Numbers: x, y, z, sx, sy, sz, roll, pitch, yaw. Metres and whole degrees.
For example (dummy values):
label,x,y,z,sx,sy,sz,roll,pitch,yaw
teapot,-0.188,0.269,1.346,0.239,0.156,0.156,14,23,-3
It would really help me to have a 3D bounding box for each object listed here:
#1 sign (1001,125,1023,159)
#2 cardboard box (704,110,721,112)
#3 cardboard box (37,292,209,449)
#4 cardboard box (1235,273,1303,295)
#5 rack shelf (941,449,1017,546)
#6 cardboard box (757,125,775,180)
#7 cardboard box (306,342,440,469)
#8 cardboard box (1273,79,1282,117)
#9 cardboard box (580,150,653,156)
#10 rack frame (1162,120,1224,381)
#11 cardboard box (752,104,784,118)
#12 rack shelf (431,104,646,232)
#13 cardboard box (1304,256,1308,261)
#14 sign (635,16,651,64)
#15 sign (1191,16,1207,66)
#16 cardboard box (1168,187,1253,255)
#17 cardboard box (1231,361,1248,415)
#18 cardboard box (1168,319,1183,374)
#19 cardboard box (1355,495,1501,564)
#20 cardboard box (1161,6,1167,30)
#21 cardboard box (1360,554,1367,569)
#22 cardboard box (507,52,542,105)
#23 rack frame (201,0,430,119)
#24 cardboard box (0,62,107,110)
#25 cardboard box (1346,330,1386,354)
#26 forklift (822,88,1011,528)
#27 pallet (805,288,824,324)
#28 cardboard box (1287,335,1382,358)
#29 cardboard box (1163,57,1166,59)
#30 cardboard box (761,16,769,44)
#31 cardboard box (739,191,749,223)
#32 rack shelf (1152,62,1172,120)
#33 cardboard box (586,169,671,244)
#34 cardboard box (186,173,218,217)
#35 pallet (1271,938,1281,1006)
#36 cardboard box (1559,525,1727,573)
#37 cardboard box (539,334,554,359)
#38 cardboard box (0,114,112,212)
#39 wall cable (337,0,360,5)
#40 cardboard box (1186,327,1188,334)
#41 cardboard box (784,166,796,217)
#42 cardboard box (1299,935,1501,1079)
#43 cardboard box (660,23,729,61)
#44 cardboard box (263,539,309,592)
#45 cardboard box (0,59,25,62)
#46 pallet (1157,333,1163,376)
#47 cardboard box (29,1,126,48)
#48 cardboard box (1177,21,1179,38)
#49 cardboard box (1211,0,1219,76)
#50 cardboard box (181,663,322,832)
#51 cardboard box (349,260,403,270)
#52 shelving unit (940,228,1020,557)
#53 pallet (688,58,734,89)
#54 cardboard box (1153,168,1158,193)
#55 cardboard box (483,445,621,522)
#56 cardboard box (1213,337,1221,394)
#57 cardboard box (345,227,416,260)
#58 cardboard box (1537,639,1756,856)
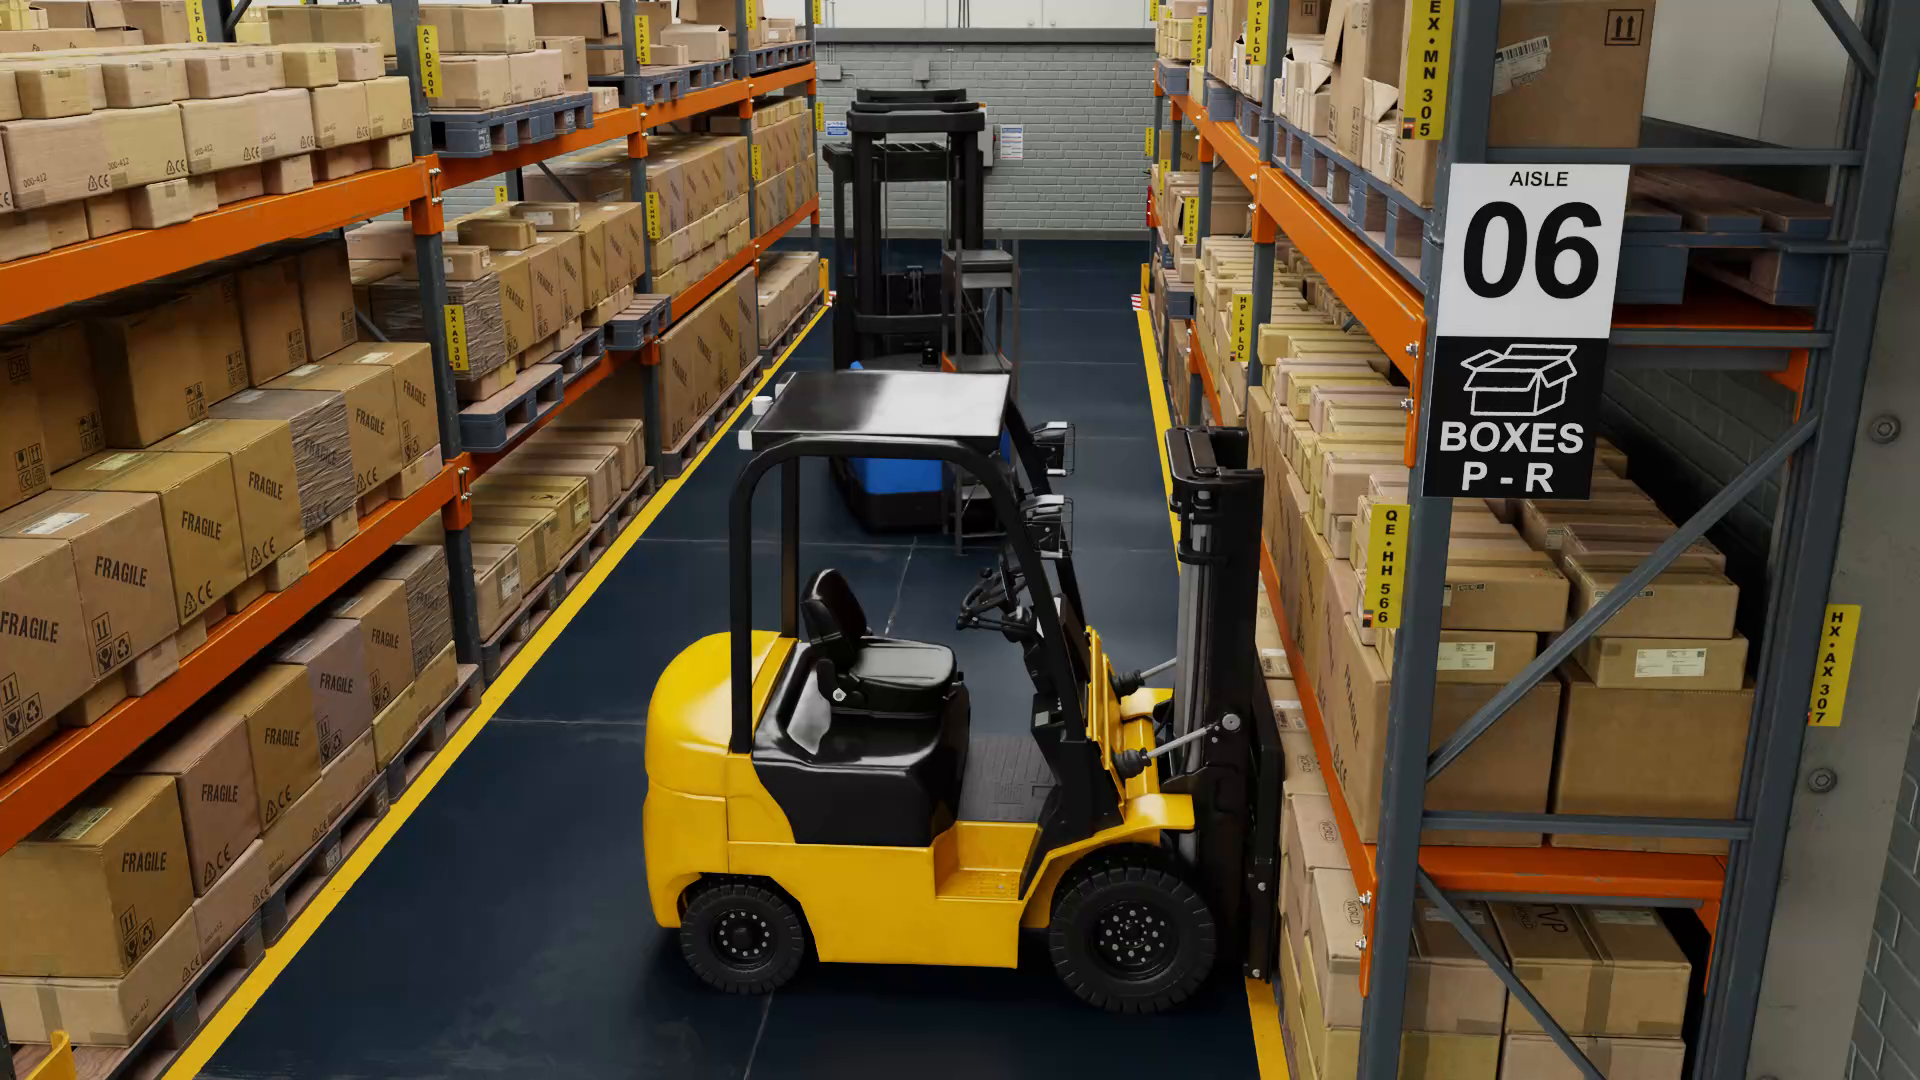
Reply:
label,x,y,z,sx,sy,sz,roll,pitch,yaw
sign,0.778,-6.000,25.068,0.329,0.494,0.001,1,18,4
cardboard box,-2.622,-4.259,16.795,0.380,0.149,0.250,1,18,3
cardboard box,-3.372,-0.660,6.375,0.700,0.500,0.500,1,18,4
cardboard box,1.861,-1.517,10.033,0.380,0.149,0.250,1,18,4
rack shelf,0.126,-0.293,11.236,0.431,0.518,0.480,-3,18,-10
cardboard box,-2.164,-3.911,16.776,0.500,0.500,0.500,1,18,3
cardboard box,-2.839,-0.650,7.952,0.500,0.500,0.500,1,18,3
cardboard box,1.560,-1.916,7.204,0.380,0.149,0.250,2,18,5
cardboard box,-2.878,-3.007,14.016,0.500,0.500,0.500,1,18,3
rack frame,2.469,-2.980,15.700,1.000,3.000,0.127,1,18,4
cardboard box,-2.096,-4.568,17.739,0.380,0.149,0.250,2,18,6
rack shelf,-2.912,-2.310,9.992,1.077,0.370,4.000,1,18,4
cardboard box,2.426,-1.747,10.735,0.380,0.149,0.250,1,18,3
sign,-2.228,-3.506,11.657,0.100,0.325,0.005,1,18,4
sign,1.641,-3.421,11.400,0.100,0.325,0.005,1,18,4
cardboard box,2.118,-2.677,13.941,0.700,0.500,0.500,1,18,4
cardboard box,1.676,-0.820,8.545,0.500,0.250,0.500,1,18,3
cardboard box,2.210,-1.846,15.581,0.500,0.500,0.500,2,18,6
cardboard box,1.403,-0.025,5.002,0.380,0.149,0.250,2,18,5
cardboard box,2.396,-5.509,17.562,0.500,0.250,0.500,1,18,3
cardboard box,1.423,0.118,5.043,0.380,0.149,0.250,2,18,5
cardboard box,-2.578,-2.489,8.950,0.500,0.250,0.500,1,18,3
rack frame,-3.056,-3.456,7.518,1.000,3.000,0.127,1,18,4
cardboard box,-3.017,-1.464,5.378,0.380,0.149,0.250,1,18,4
cardboard box,2.135,-0.955,8.319,0.380,0.149,0.250,1,18,3
forklift,-0.419,-1.897,12.506,1.130,2.935,3.031,-3,18,-10
pallet,-2.175,-2.757,19.497,1.003,0.211,1.213,1,18,4
cardboard box,1.666,-0.816,7.417,0.380,0.149,0.250,2,18,5
cardboard box,2.281,-4.883,17.094,0.380,0.149,0.250,2,18,5
cardboard box,-2.353,-5.498,17.876,0.500,0.311,0.500,2,18,5
cardboard box,-2.271,-3.113,15.546,0.500,0.250,0.500,1,18,4
rack shelf,2.612,-4.685,17.240,1.077,0.370,4.000,1,18,4
cardboard box,-2.490,-2.518,12.523,0.500,0.500,0.500,1,18,2
cardboard box,-2.928,-1.249,6.002,0.380,0.149,0.250,1,18,2
pallet,1.712,1.456,6.641,1.003,0.211,1.213,1,18,4
cardboard box,1.927,0.069,4.714,0.380,0.149,0.250,2,18,6
cardboard box,-2.650,-1.172,9.913,0.380,0.149,0.250,1,18,4
cardboard box,-2.995,-1.164,5.105,0.500,0.250,0.500,1,18,3
wall cable,-8.237,-10.612,24.191,2.277,5.999,0.120,1,18,4
cardboard box,2.147,-1.787,14.359,0.380,0.149,0.250,2,18,6
cardboard box,-2.068,-3.747,17.882,0.500,0.500,0.500,2,18,6
cardboard box,1.332,1.458,5.093,0.500,0.250,0.500,1,18,3
cardboard box,-2.336,-4.394,14.666,0.500,0.311,0.500,1,18,4
cardboard box,-2.875,0.096,6.715,0.380,0.149,0.250,1,18,4
cardboard box,-3.417,-1.552,5.648,0.380,0.149,0.250,1,18,2
pallet,2.519,-1.868,16.785,1.003,0.211,1.213,1,18,4
cardboard box,-7.668,-4.366,14.272,0.797,0.503,0.637,1,18,3
cardboard box,1.986,-4.190,13.665,0.380,0.149,0.250,1,18,4
cardboard box,1.887,-3.238,10.675,0.500,0.500,0.500,1,18,4
cardboard box,-2.930,0.818,6.645,0.500,0.500,0.500,2,18,5
cardboard box,-3.217,-1.296,9.248,0.500,0.500,0.500,1,18,4
shelving unit,0.126,-0.971,11.013,0.431,2.100,0.503,-3,18,-10
pallet,-2.499,-4.138,14.725,0.805,0.209,1.217,1,18,2
cardboard box,2.419,-4.001,18.579,0.500,0.250,0.500,1,18,5
cardboard box,-2.864,-0.393,11.352,0.950,0.372,0.625,1,18,3
cardboard box,1.797,-1.057,10.071,0.500,0.250,0.500,2,18,6
cardboard box,-3.211,-1.664,9.330,0.380,0.149,0.250,1,18,2
cardboard box,1.921,0.552,4.761,0.500,0.500,0.500,2,18,6
